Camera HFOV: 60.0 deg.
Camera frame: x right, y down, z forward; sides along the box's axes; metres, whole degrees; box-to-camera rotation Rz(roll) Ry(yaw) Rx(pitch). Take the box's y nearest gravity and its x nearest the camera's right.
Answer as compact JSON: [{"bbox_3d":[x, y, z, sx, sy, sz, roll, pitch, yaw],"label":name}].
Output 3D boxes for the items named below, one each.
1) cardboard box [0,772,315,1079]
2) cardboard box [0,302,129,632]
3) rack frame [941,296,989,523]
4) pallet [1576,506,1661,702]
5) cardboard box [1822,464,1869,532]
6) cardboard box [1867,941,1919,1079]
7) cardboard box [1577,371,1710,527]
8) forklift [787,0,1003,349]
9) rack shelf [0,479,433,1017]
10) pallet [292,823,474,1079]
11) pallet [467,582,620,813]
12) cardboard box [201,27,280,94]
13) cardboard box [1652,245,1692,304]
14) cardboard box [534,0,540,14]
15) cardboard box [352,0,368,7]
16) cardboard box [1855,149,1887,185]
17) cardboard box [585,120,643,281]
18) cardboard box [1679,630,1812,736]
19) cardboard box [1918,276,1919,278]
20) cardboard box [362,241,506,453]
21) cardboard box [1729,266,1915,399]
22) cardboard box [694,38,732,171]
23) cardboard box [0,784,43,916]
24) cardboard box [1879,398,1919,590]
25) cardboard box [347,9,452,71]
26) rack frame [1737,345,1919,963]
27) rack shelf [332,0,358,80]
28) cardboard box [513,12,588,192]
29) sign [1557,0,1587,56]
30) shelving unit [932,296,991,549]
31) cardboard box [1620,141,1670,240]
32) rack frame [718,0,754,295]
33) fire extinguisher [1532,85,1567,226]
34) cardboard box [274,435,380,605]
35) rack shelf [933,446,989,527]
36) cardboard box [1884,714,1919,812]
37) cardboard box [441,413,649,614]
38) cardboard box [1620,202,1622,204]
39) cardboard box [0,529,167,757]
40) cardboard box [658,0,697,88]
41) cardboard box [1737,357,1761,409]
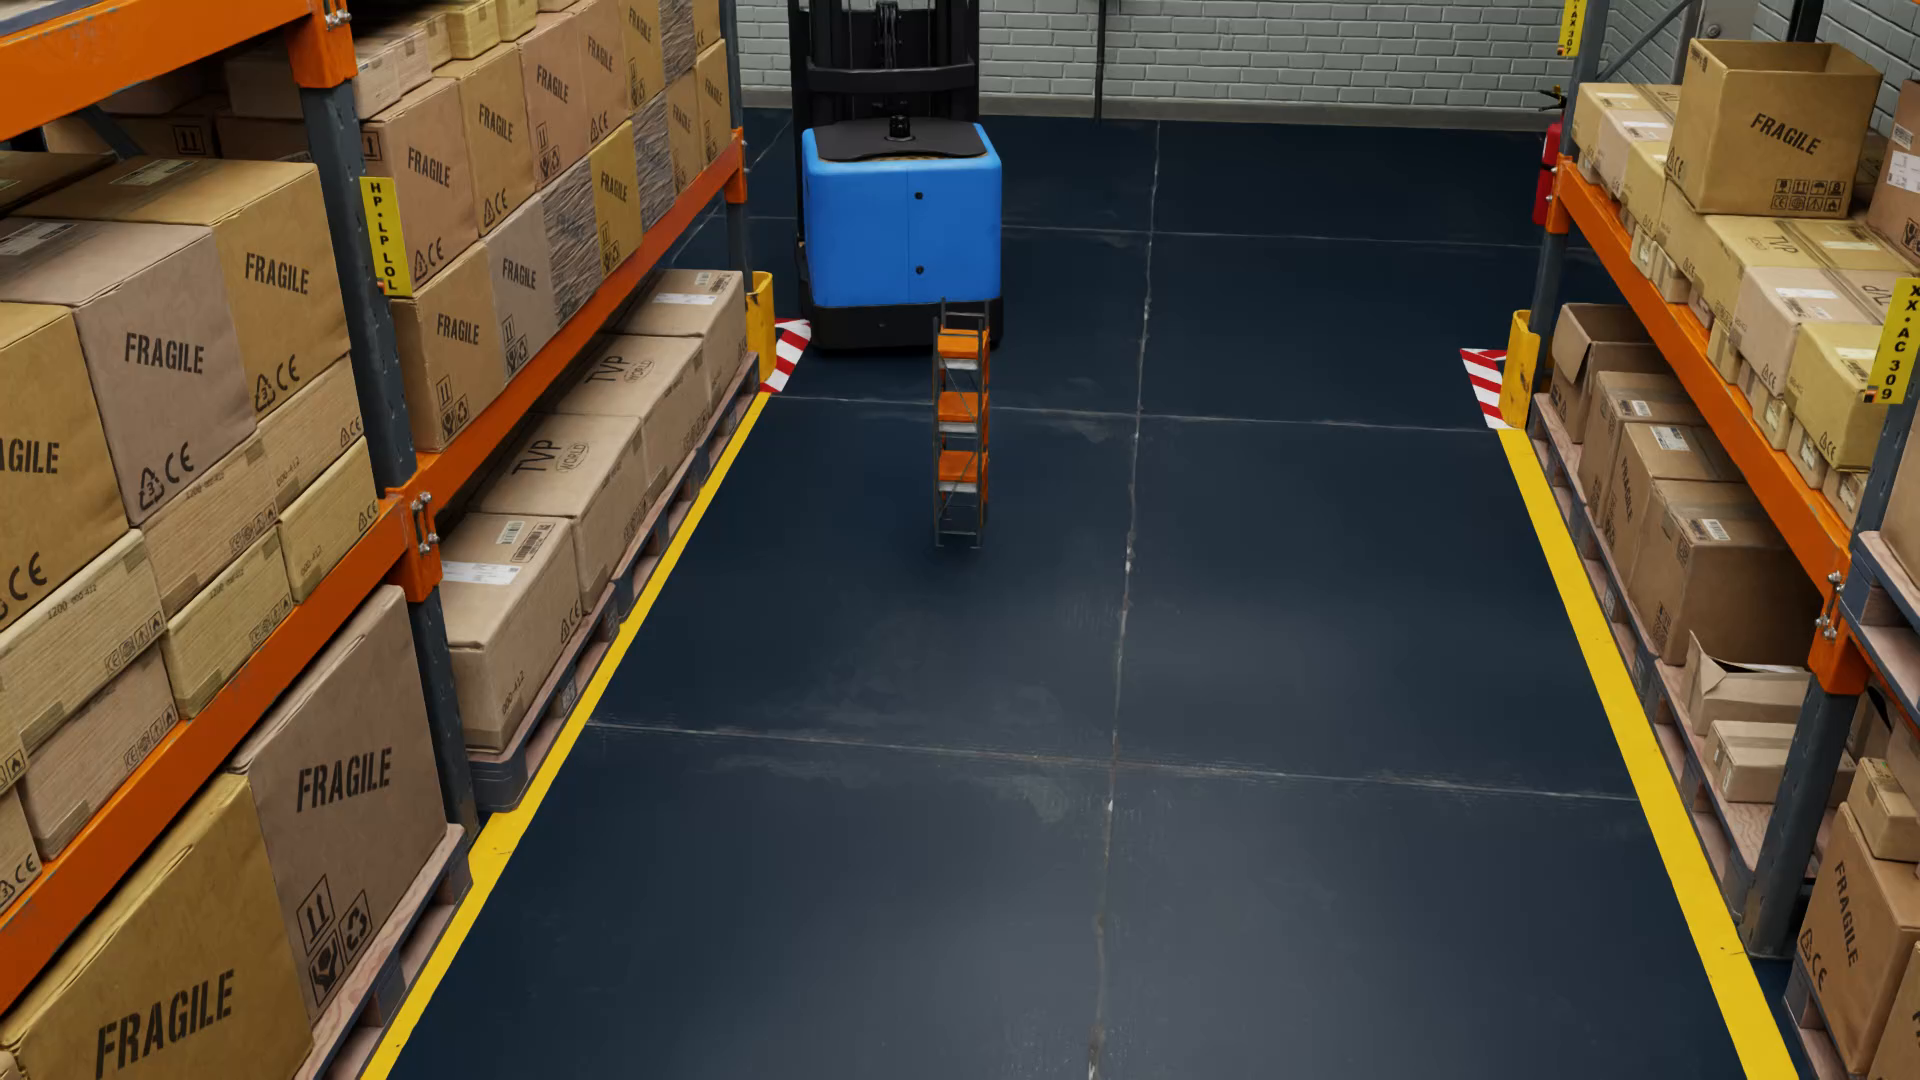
[{"bbox_3d":[-2.180,1.110,3.825,0.875,0.875,0.875,4,29,8],"label":"cardboard box"},{"bbox_3d":[-2.023,-0.141,3.189,0.500,0.500,0.500,4,29,8],"label":"cardboard box"},{"bbox_3d":[0.022,-0.545,7.154,0.200,1.050,0.008,3,28,6],"label":"rack frame"},{"bbox_3d":[3.079,0.252,6.560,1.003,0.211,1.213,3,28,6],"label":"pallet"},{"bbox_3d":[2.635,-0.131,4.595,0.380,0.149,0.250,4,29,7],"label":"cardboard box"},{"bbox_3d":[2.508,1.305,3.858,0.500,0.500,0.500,3,28,6],"label":"cardboard box"},{"bbox_3d":[3.024,-0.361,6.951,0.700,0.500,0.500,4,29,8],"label":"cardboard box"},{"bbox_3d":[-0.465,-2.998,9.725,1.130,2.935,3.031,-4,29,-6],"label":"forklift"},{"bbox_3d":[-2.325,0.895,3.185,1.077,0.370,4.000,3,28,6],"label":"rack shelf"},{"bbox_3d":[-2.100,1.232,4.740,1.003,0.211,1.213,3,28,6],"label":"pallet"},{"bbox_3d":[-1.909,0.511,6.079,1.003,0.211,1.213,3,28,6],"label":"pallet"},{"bbox_3d":[-2.218,-1.414,4.869,0.380,0.149,0.250,4,29,7],"label":"cardboard box"},{"bbox_3d":[2.805,-0.981,6.174,0.380,0.149,0.250,4,29,7],"label":"cardboard box"},{"bbox_3d":[-1.677,-1.871,5.716,0.380,0.149,0.250,3,28,6],"label":"cardboard box"},{"bbox_3d":[-2.170,-1.771,5.531,0.380,0.149,0.250,3,28,6],"label":"cardboard box"},{"bbox_3d":[3.414,-1.317,6.376,0.500,0.250,0.500,4,29,8],"label":"cardboard box"},{"bbox_3d":[-1.567,-1.326,6.443,0.500,0.500,0.500,4,29,8],"label":"cardboard box"},{"bbox_3d":[2.667,0.495,5.608,0.396,0.266,0.258,4,29,8],"label":"cardboard box"},{"bbox_3d":[3.230,-0.595,5.037,0.500,0.250,0.500,3,28,6],"label":"cardboard box"},{"bbox_3d":[-1.763,-0.613,5.119,0.500,0.500,0.500,4,29,8],"label":"cardboard box"},{"bbox_3d":[2.714,-0.632,5.105,0.500,0.250,0.500,3,29,6],"label":"cardboard box"},{"bbox_3d":[-1.387,-2.048,7.783,0.500,0.500,0.500,4,29,6],"label":"cardboard box"},{"bbox_3d":[-2.088,0.648,3.042,0.500,0.250,0.500,3,28,6],"label":"cardboard box"},{"bbox_3d":[2.565,-0.091,3.707,0.700,0.500,0.500,4,29,7],"label":"cardboard box"},{"bbox_3d":[-1.779,-1.511,5.048,0.380,0.149,0.250,3,28,6],"label":"cardboard box"},{"bbox_3d":[2.847,-0.076,4.229,1.000,3.000,0.127,3,28,6],"label":"rack frame"},{"bbox_3d":[-1.835,-2.308,5.968,1.077,0.370,4.000,3,28,6],"label":"rack shelf"},{"bbox_3d":[-1.639,-1.535,5.778,0.500,0.500,0.500,4,29,7],"label":"cardboard box"},{"bbox_3d":[2.798,-2.372,7.577,0.100,0.325,0.005,3,28,6],"label":"sign"},{"bbox_3d":[0.007,-0.487,7.048,0.215,1.050,0.252,3,28,6],"label":"shelving unit"},{"bbox_3d":[2.893,-1.350,6.438,0.500,0.250,0.500,3,28,5],"label":"cardboard box"},{"bbox_3d":[-1.590,-2.246,8.256,1.000,3.000,0.127,3,28,6],"label":"rack frame"},{"bbox_3d":[2.896,-1.857,8.009,0.296,0.674,0.183,3,28,6],"label":"fire extinguisher"},{"bbox_3d":[-1.885,-0.071,4.378,0.500,0.250,0.500,3,28,5],"label":"cardboard box"},{"bbox_3d":[0.007,-0.233,7.185,0.215,0.259,0.240,3,28,6],"label":"rack shelf"},{"bbox_3d":[2.599,0.580,4.207,0.380,0.149,0.250,3,28,5],"label":"cardboard box"},{"bbox_3d":[-1.788,-0.131,6.589,0.875,0.438,0.875,3,28,5],"label":"cardboard box"},{"bbox_3d":[3.041,-1.462,7.066,0.380,0.149,0.250,3,28,6],"label":"cardboard box"},{"bbox_3d":[-2.004,0.184,3.376,0.500,0.250,0.500,4,29,7],"label":"cardboard box"},{"bbox_3d":[-1.448,-2.242,7.089,0.500,0.500,0.500,3,29,6],"label":"cardboard box"},{"bbox_3d":[2.712,-0.500,5.280,0.380,0.149,0.250,4,29,8],"label":"cardboard box"}]
